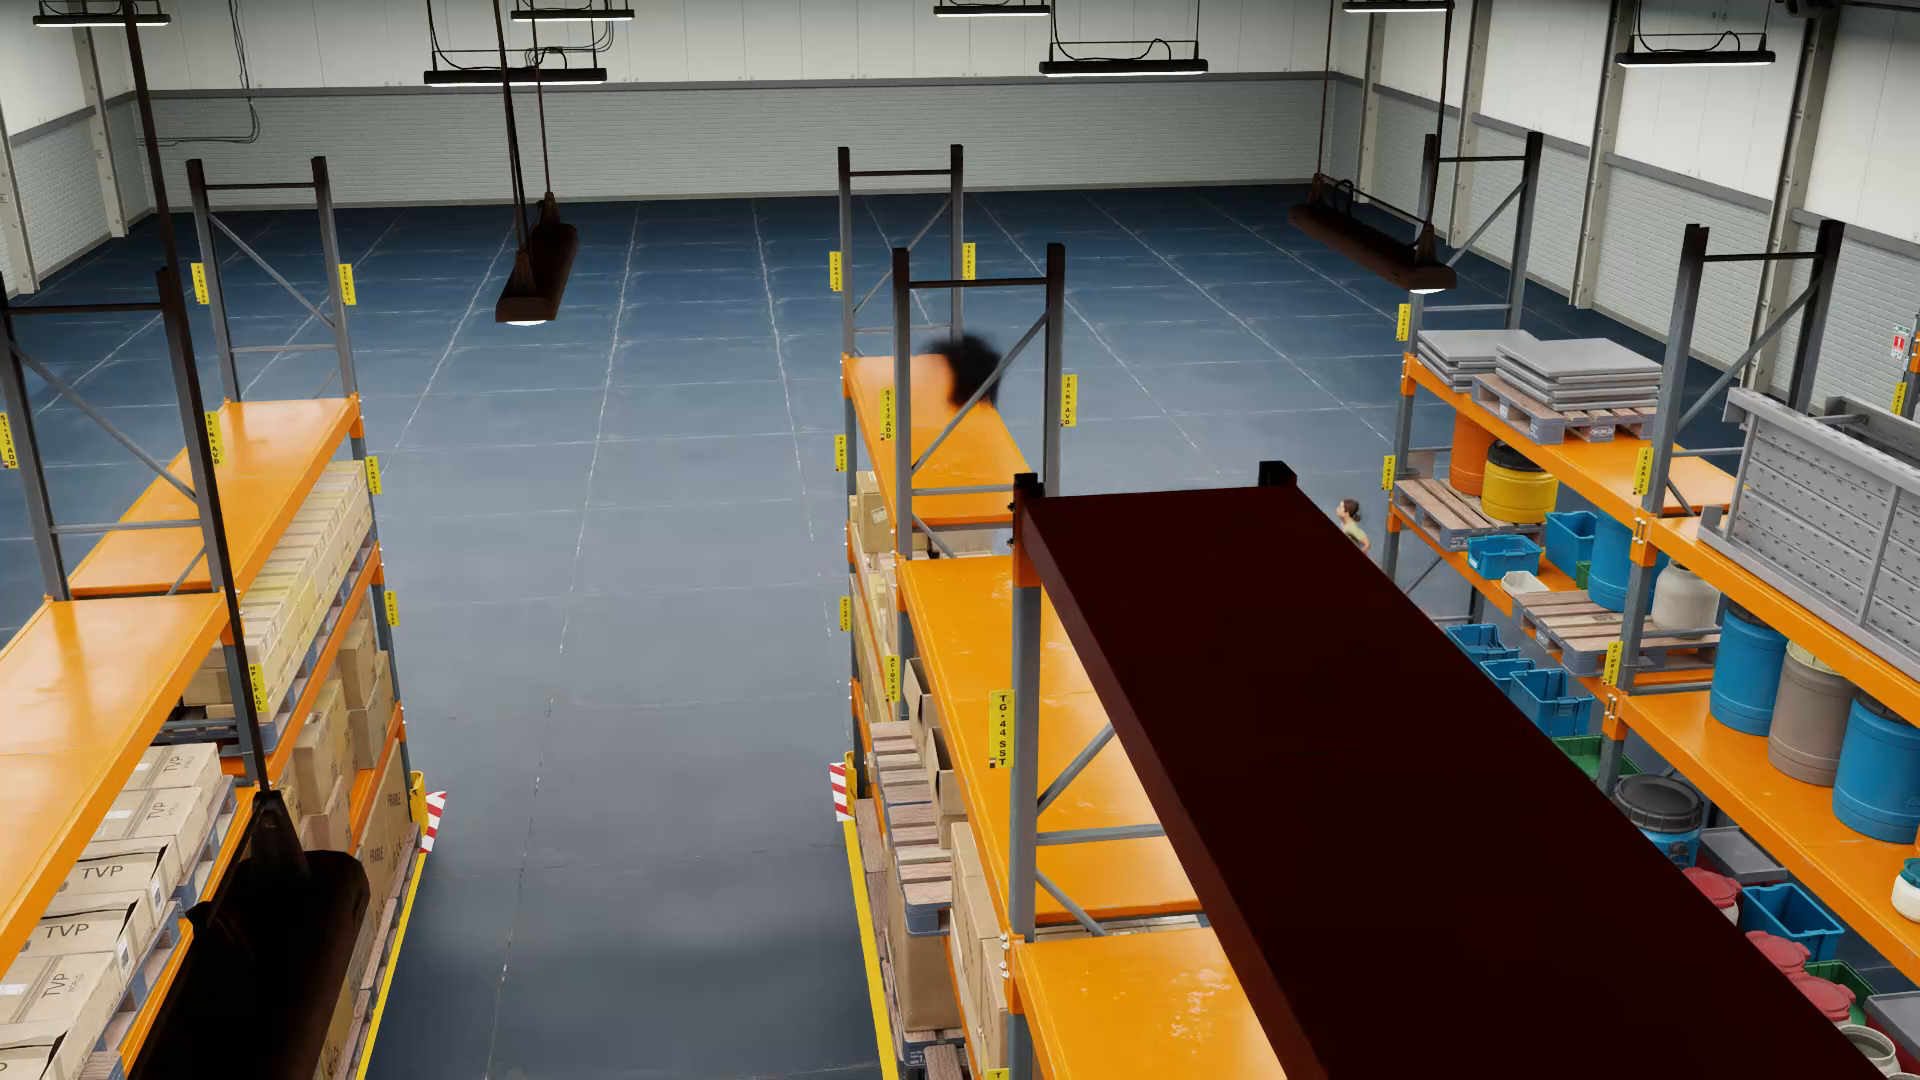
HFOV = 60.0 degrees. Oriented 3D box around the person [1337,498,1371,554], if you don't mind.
[{"bbox_3d":[4.358,0.361,18.475,0.871,1.710,0.564,8,23,19],"label":"person"}]
